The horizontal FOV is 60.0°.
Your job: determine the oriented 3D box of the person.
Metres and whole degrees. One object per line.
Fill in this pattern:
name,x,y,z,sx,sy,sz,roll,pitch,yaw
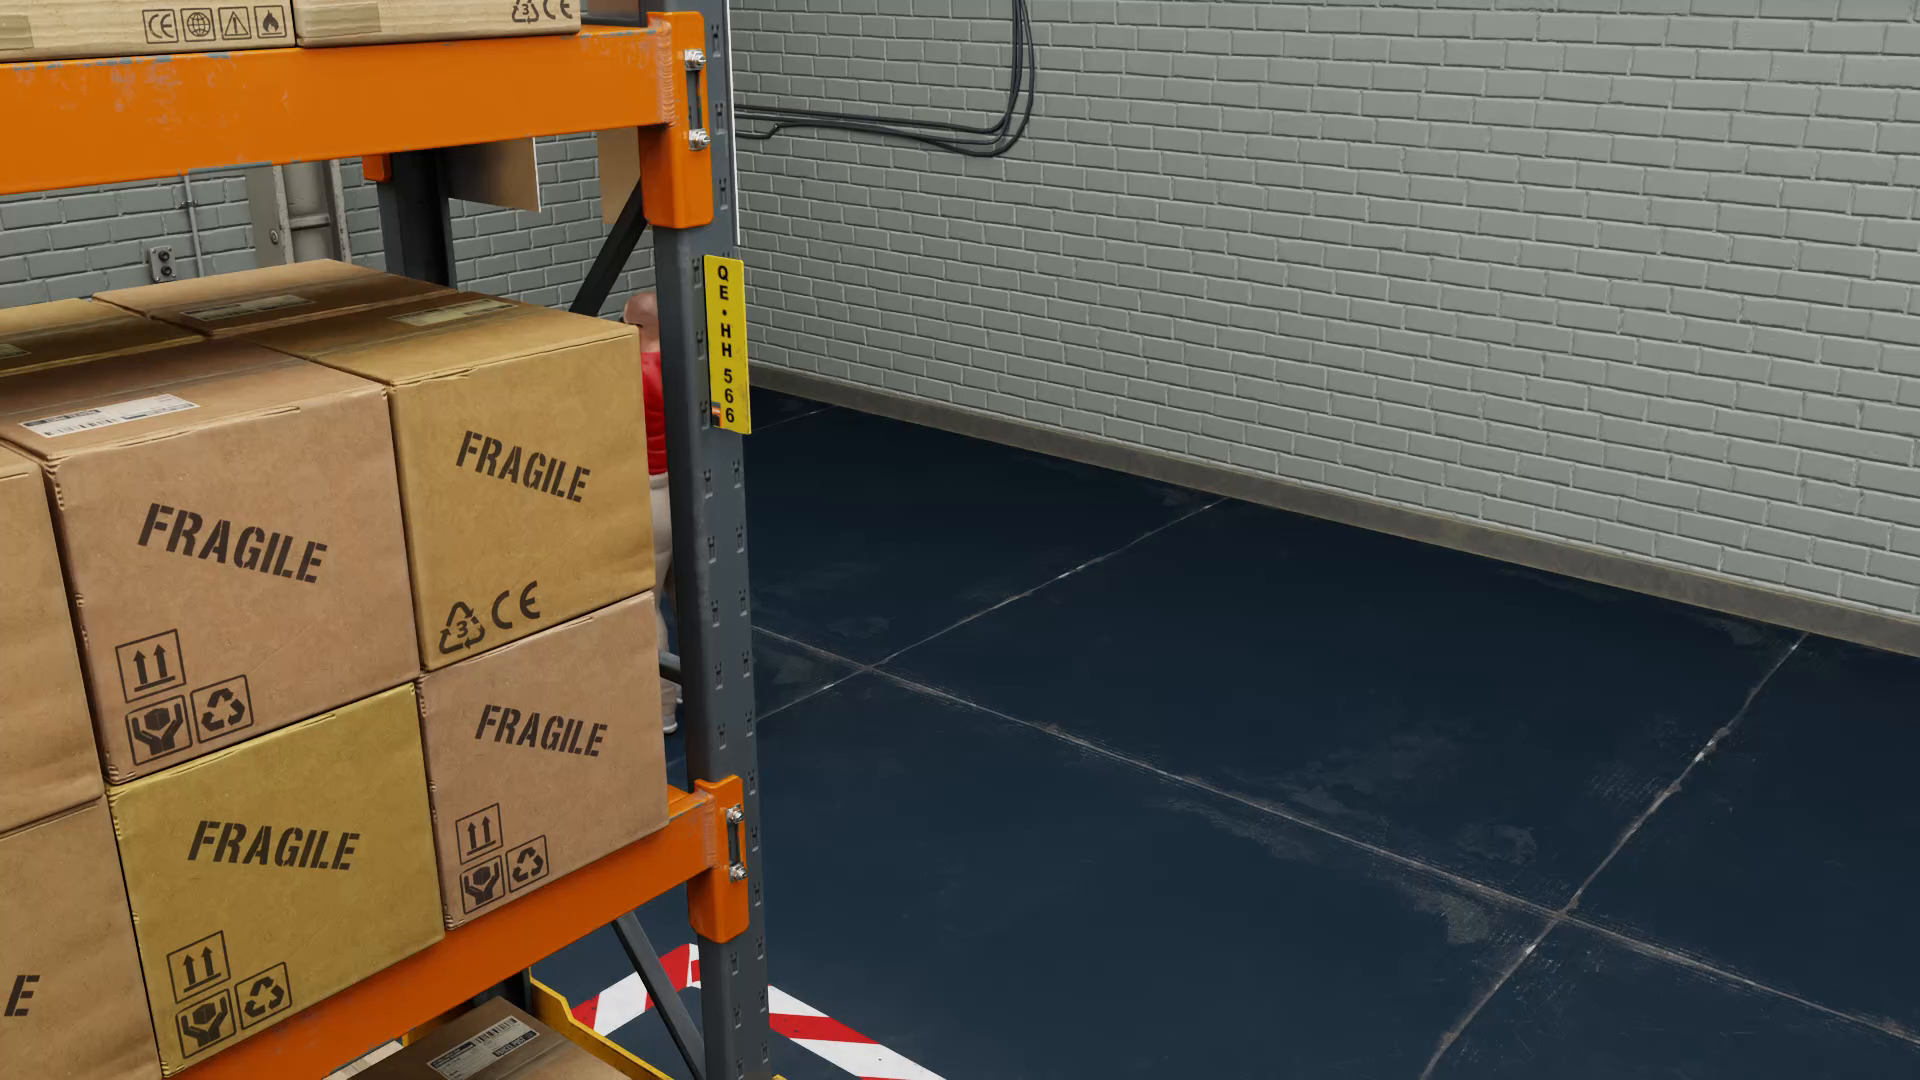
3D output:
person,-1.175,-0.104,6.401,0.360,1.729,0.527,17,26,38
